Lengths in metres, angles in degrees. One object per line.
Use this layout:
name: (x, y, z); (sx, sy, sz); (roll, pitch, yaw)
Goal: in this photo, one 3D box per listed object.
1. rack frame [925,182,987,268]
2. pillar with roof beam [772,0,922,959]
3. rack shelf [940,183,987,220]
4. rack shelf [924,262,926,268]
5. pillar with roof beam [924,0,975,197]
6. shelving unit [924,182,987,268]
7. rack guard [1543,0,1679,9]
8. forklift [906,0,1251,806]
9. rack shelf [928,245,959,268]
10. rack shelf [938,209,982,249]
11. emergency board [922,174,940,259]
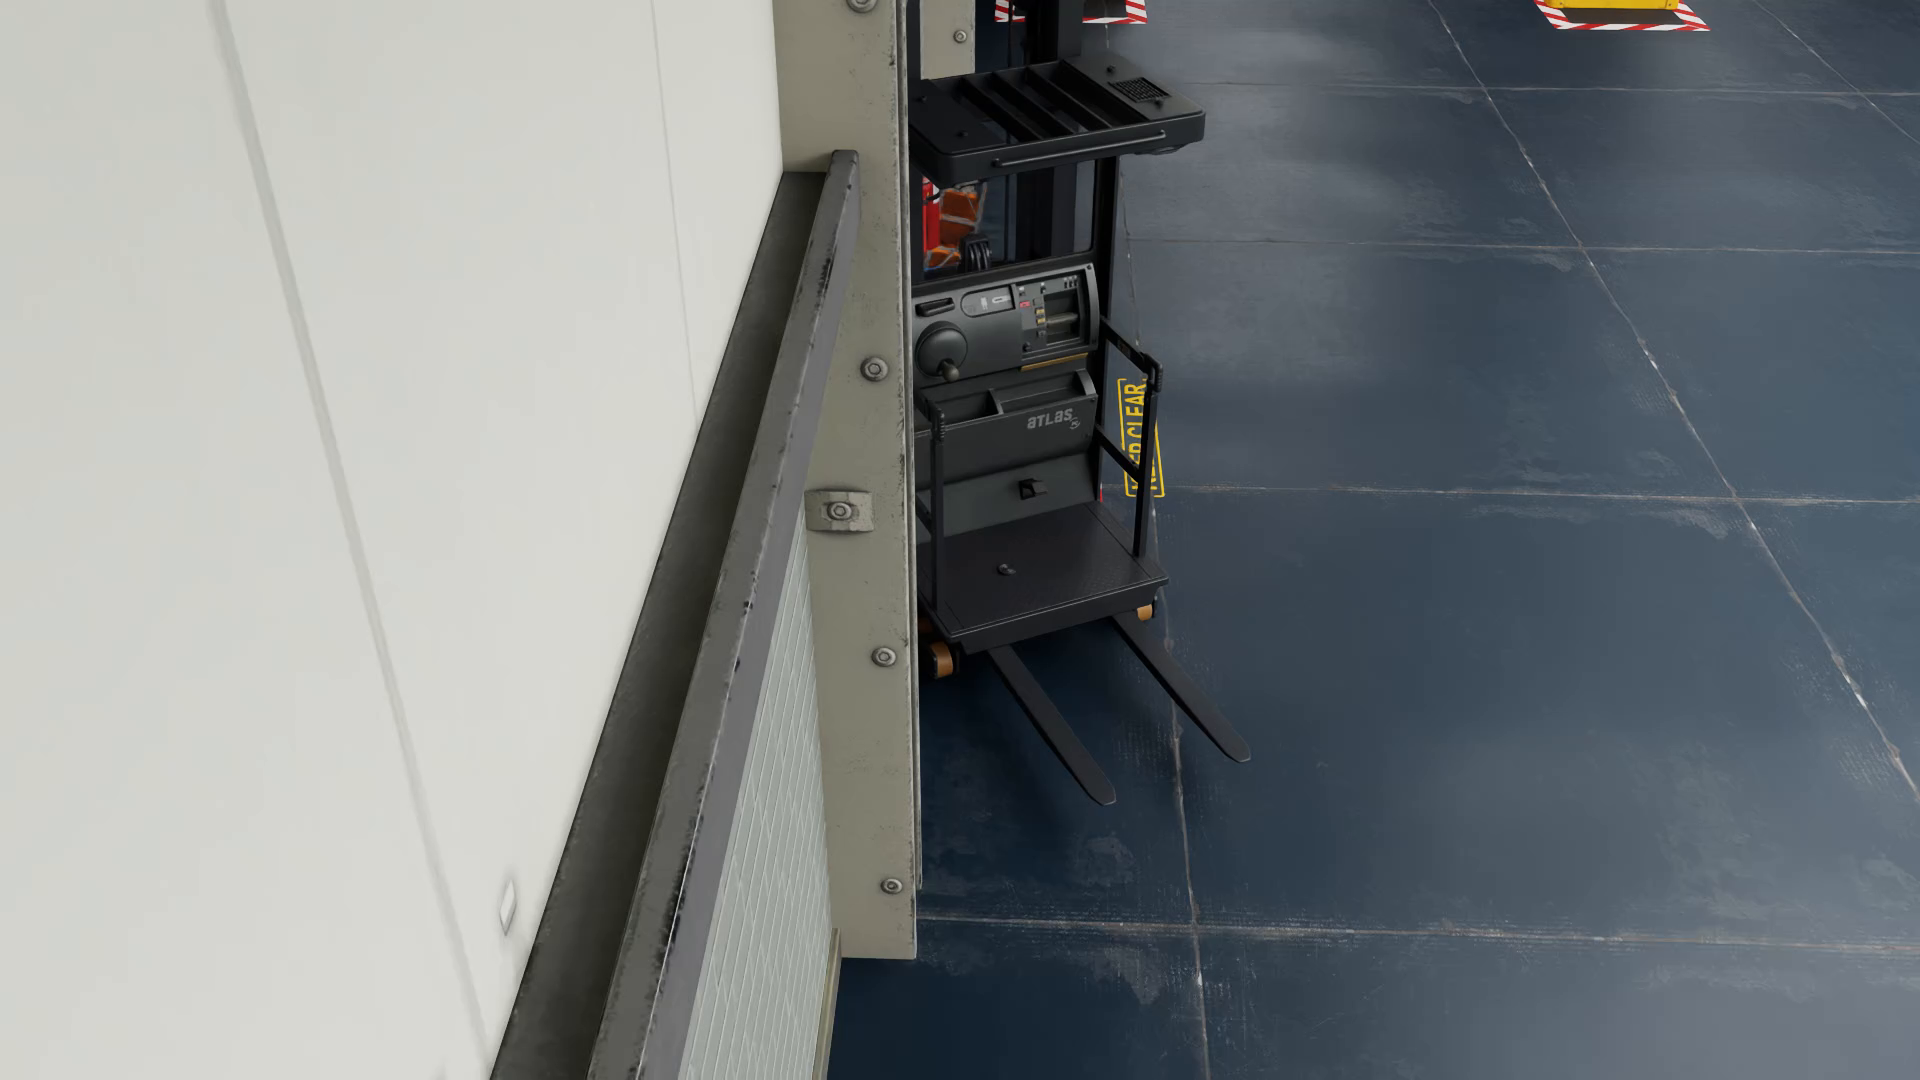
rack frame: (-0.017, -1.743, 9.088); (0.240, 0.015, 1.200); (11, 61, -2)
pillar with roof beam: (3.993, -2.169, 3.510); (9.100, 9.000, 0.400); (1, 35, 2)
rack shelf: (-0.008, -1.855, 9.431); (0.258, 0.480, 0.148); (11, 61, -2)
rack shelf: (-0.109, -1.290, 9.107); (0.258, 0.480, 0.148); (11, 61, -2)
pillar with roof beam: (4.234, -5.616, 8.415); (9.100, 9.000, 0.400); (1, 35, 2)
shelving unit: (-0.048, -1.627, 9.300); (0.258, 0.503, 1.200); (11, 61, -2)
rack guard: (5.959, -5.138, 15.125); (1.175, 0.500, 0.348); (1, 35, 2)
forklift: (0.251, -0.867, 6.935); (1.130, 2.935, 3.031); (-14, 37, -19)
rack shelf: (-0.072, -1.493, 9.223); (0.258, 0.480, 0.148); (11, 61, -2)
rack shelf: (-0.038, -1.684, 9.333); (0.258, 0.480, 0.148); (11, 61, -2)
emergency board: (-0.205, -1.842, 8.263); (0.194, 1.169, 0.643); (1, 35, 2)
